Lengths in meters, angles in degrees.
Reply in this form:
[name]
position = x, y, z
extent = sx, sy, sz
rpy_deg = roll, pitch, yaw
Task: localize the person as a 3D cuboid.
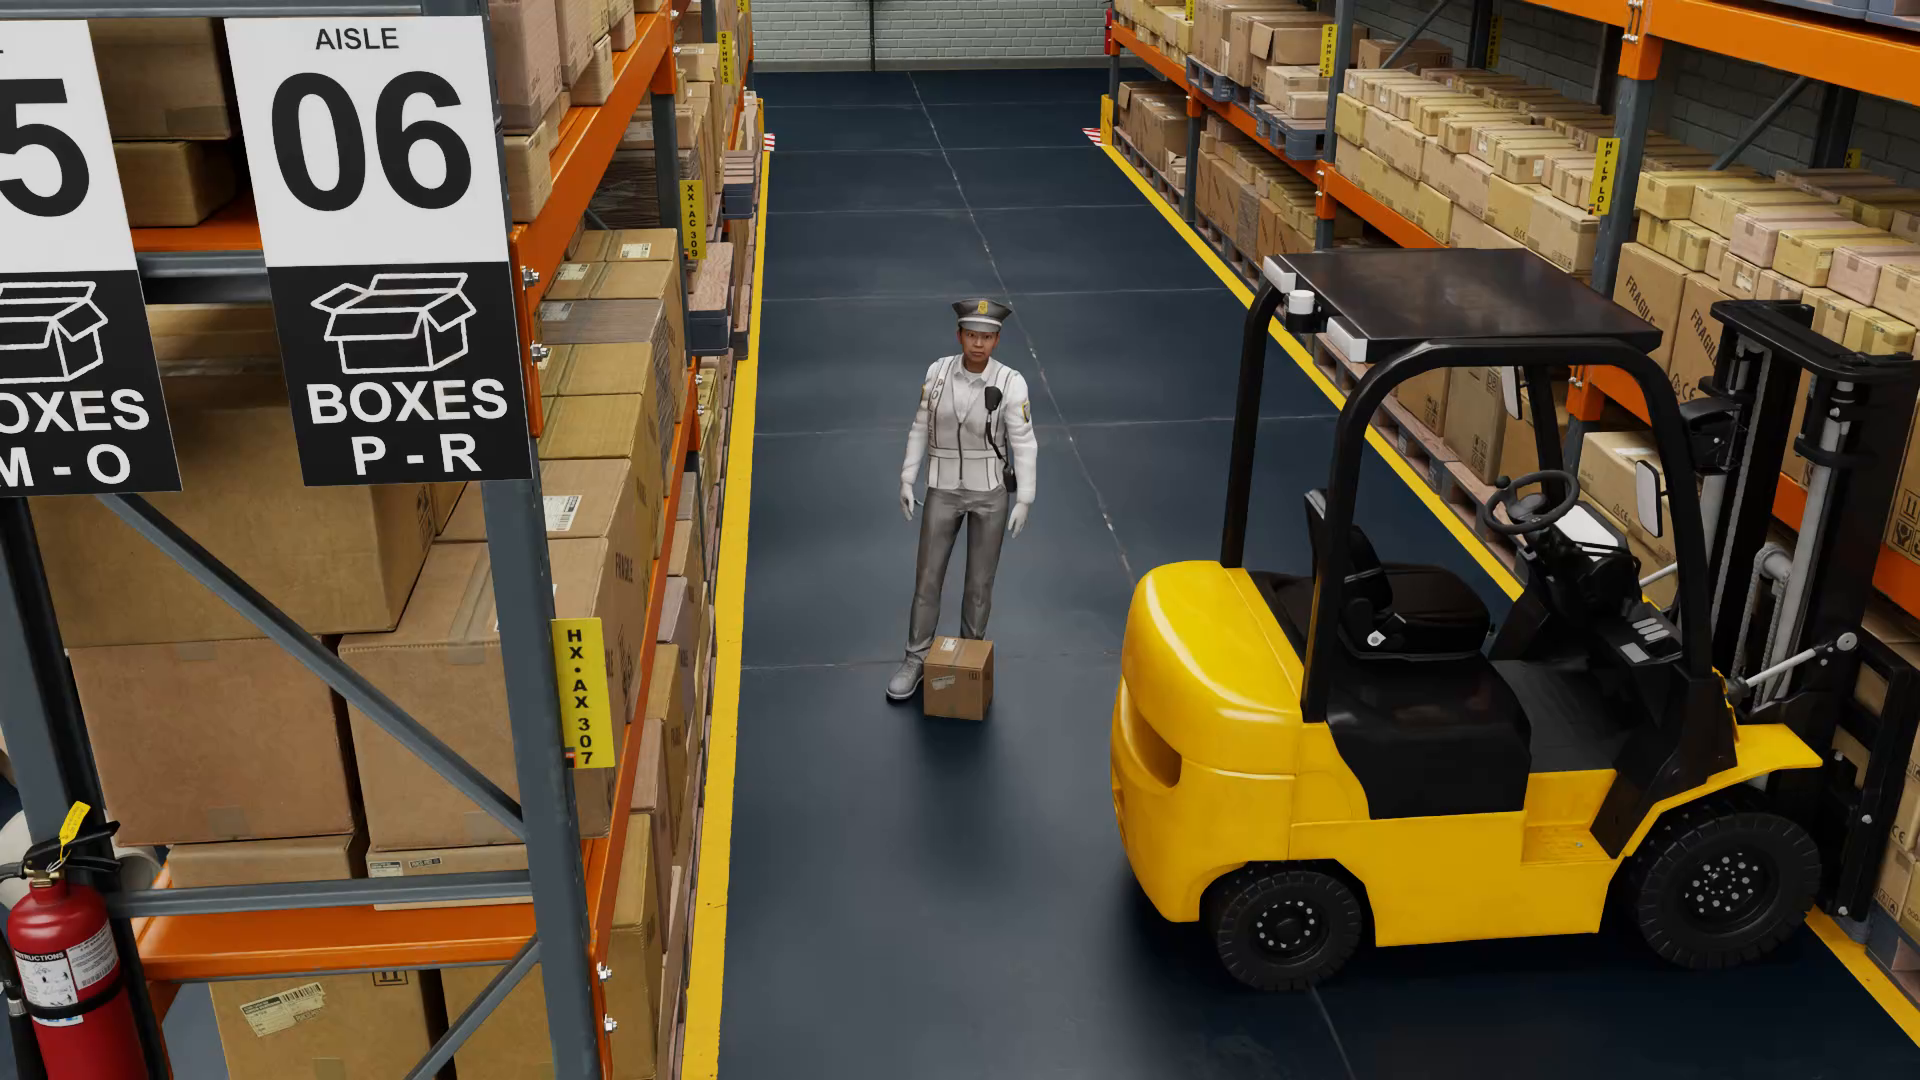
[person]
position = 0.016, -0.169, 6.918
extent = 0.587, 1.696, 0.533
rpy_deg = 6, 24, 12
